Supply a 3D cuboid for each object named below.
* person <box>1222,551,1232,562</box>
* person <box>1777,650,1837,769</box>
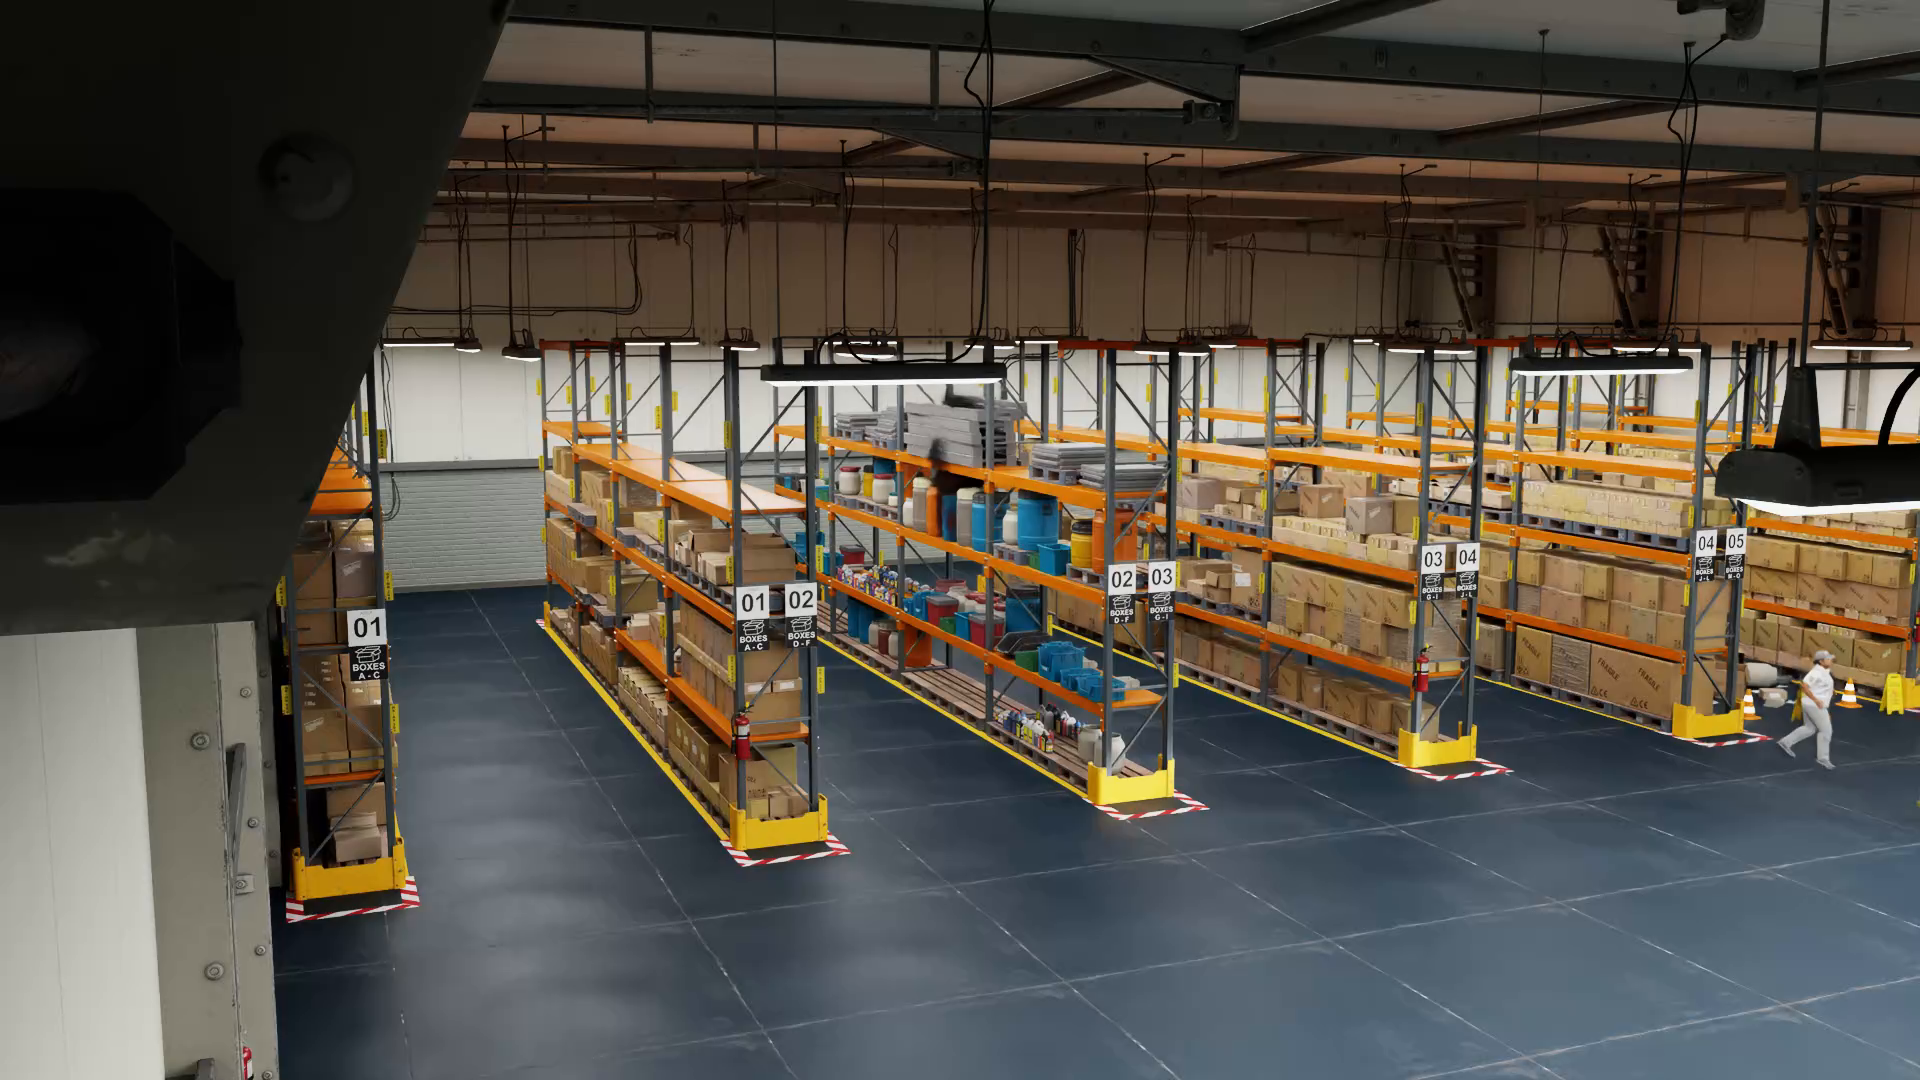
[{"bbox_3d":[6.979,-0.034,42.336,0.728,1.742,0.693,-3,8,-23],"label":"person"},{"bbox_3d":[12.250,2.412,23.955,0.804,1.711,0.617,4,9,30],"label":"person"}]
